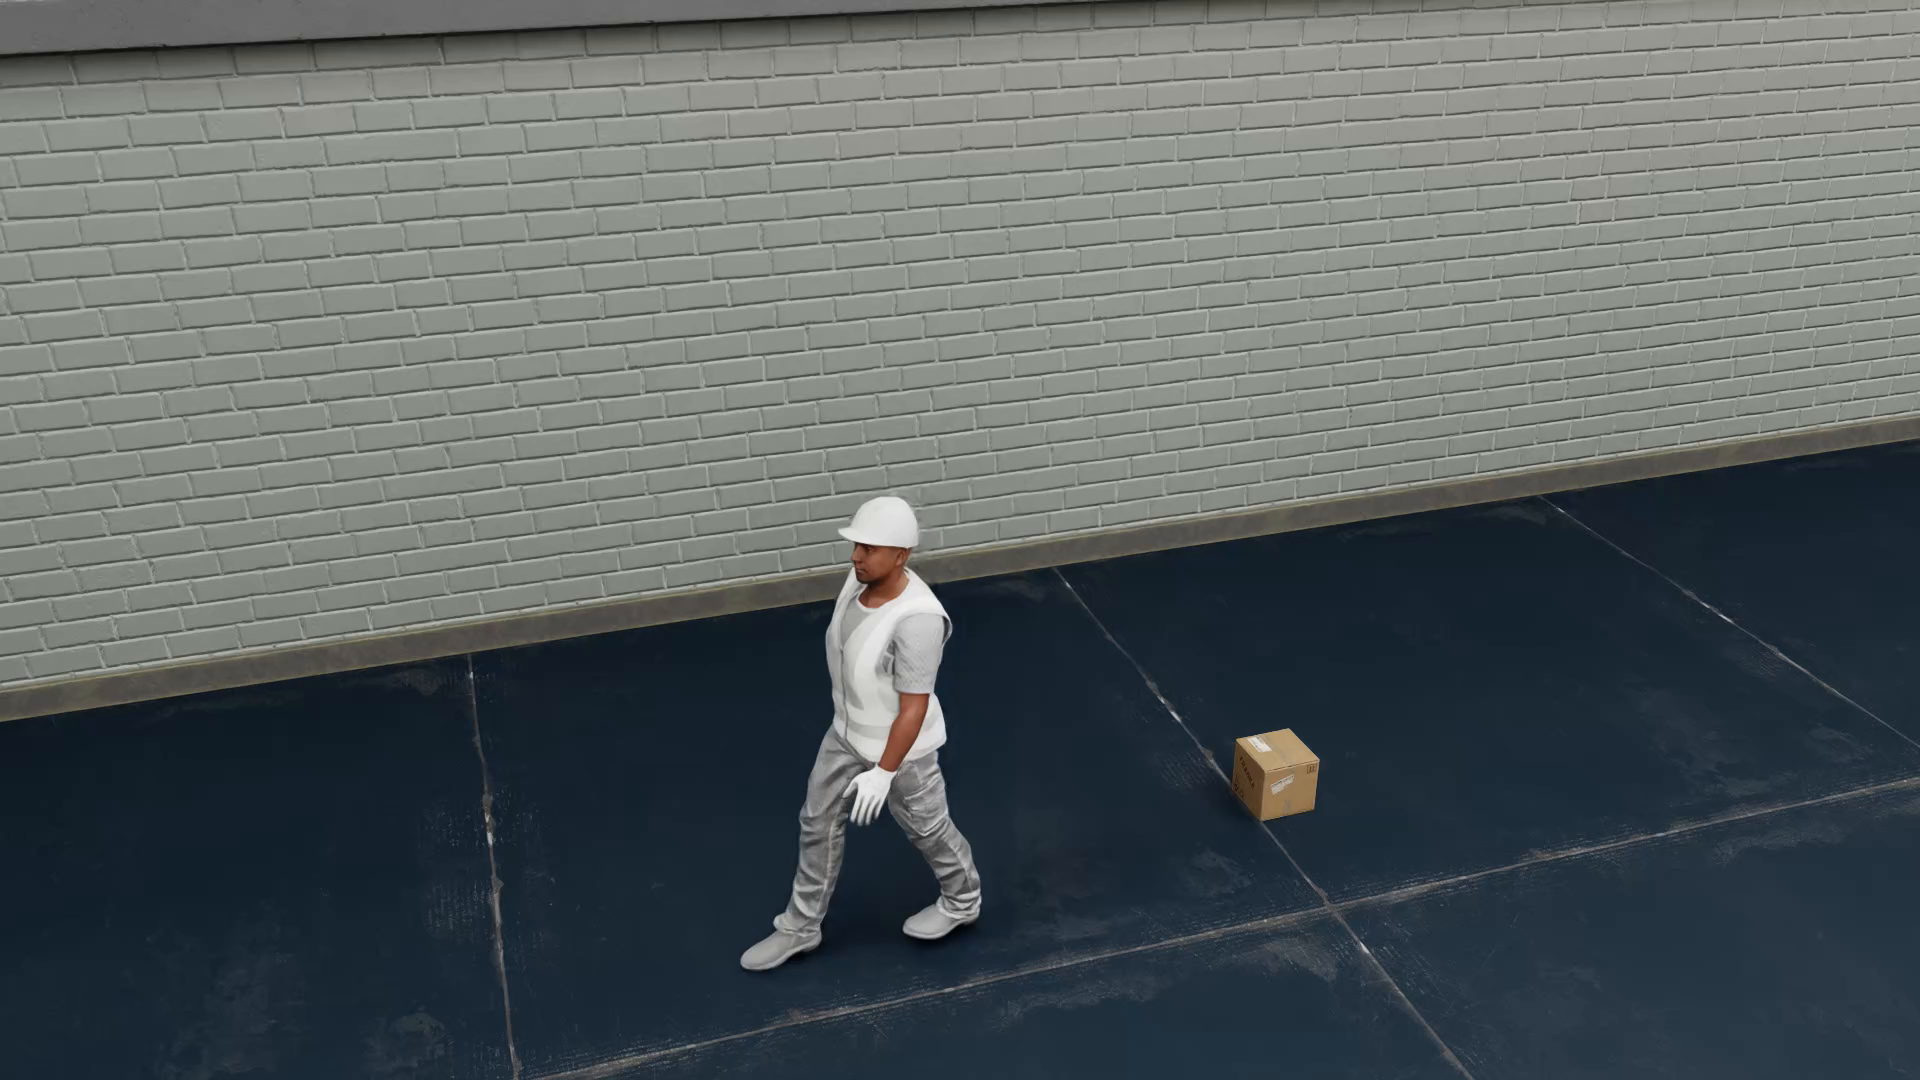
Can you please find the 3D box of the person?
[{"bbox_3d":[-0.332,0.695,5.661,0.853,1.787,0.608,-16,30,-30],"label":"person"}]
